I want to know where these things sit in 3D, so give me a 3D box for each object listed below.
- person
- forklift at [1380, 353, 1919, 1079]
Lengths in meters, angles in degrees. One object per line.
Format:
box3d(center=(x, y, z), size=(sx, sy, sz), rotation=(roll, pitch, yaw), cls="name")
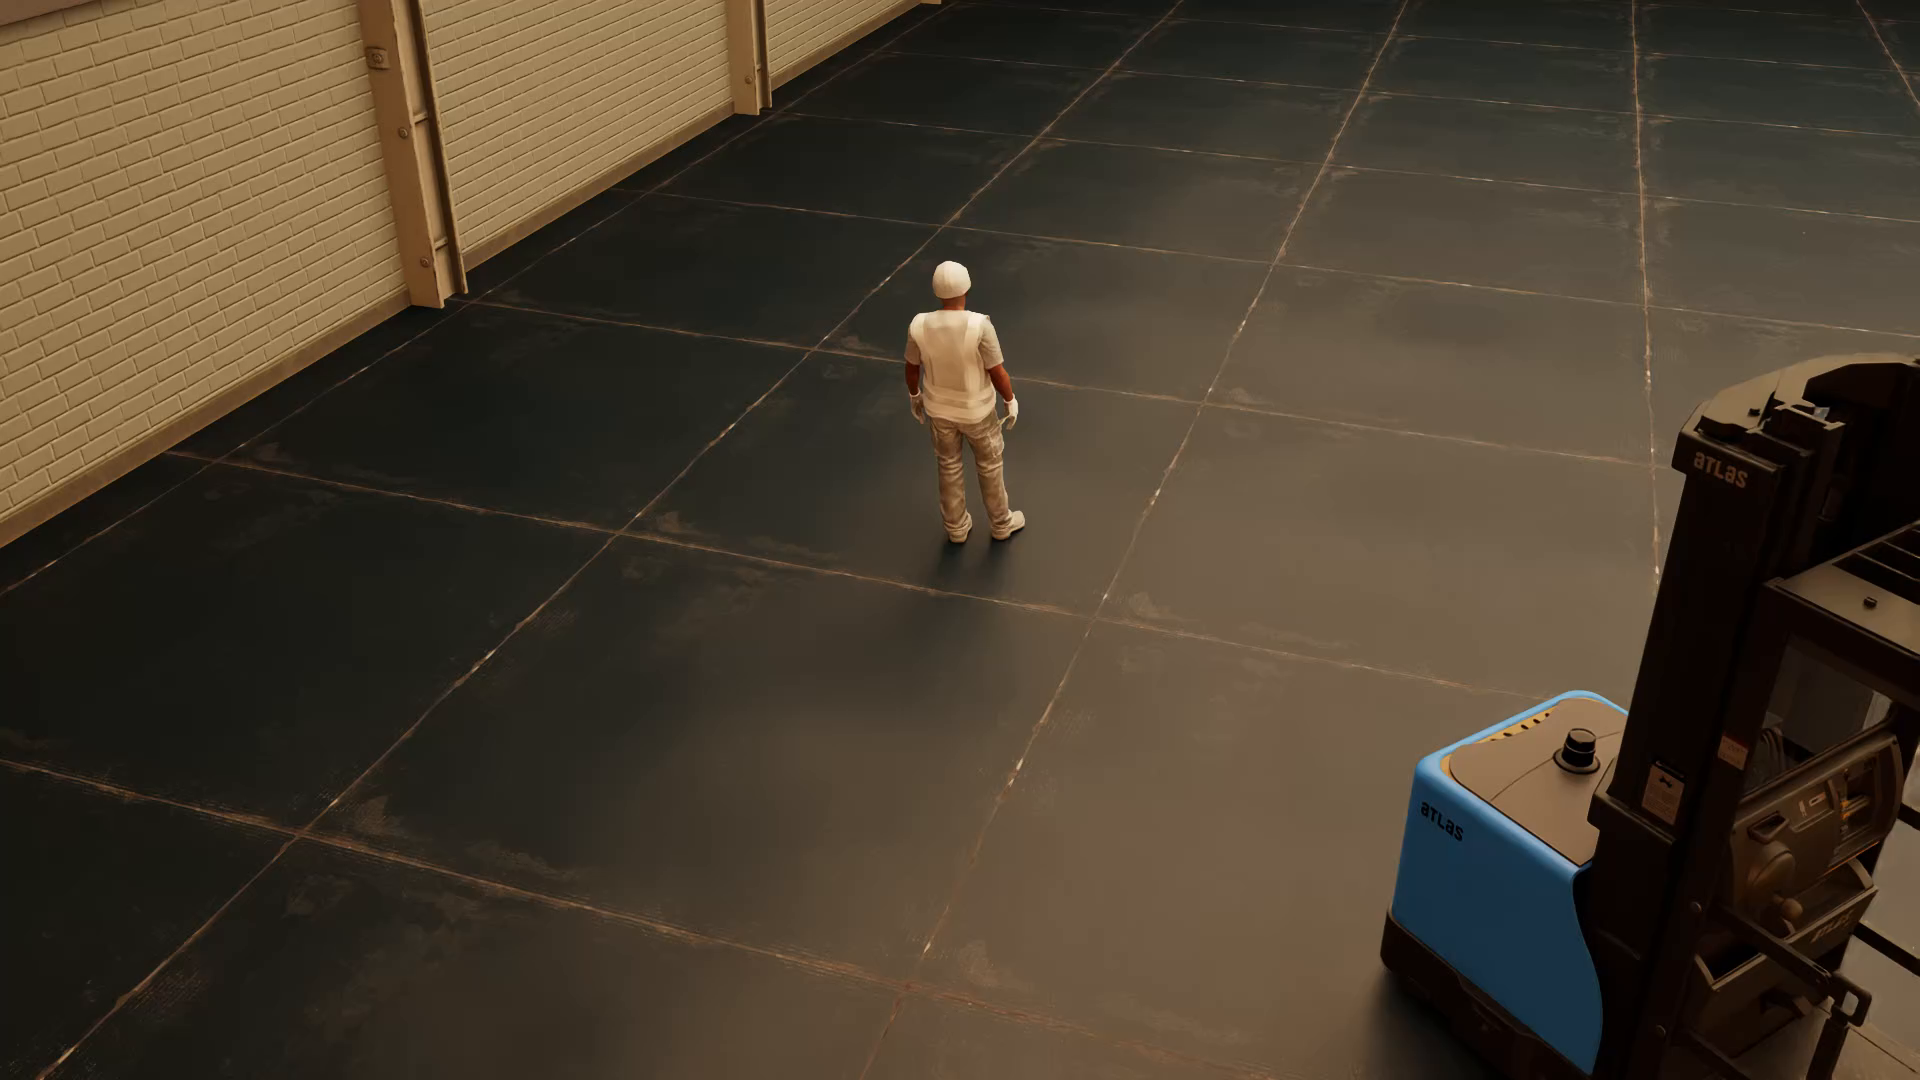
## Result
box3d(center=(0.032, -0.813, 9.707), size=(0.656, 1.782, 0.577), rotation=(10, 31, 16), cls="person")
box3d(center=(2.962, 1.001, 5.380), size=(1.130, 2.935, 3.031), rotation=(-17, 34, -28), cls="forklift")
